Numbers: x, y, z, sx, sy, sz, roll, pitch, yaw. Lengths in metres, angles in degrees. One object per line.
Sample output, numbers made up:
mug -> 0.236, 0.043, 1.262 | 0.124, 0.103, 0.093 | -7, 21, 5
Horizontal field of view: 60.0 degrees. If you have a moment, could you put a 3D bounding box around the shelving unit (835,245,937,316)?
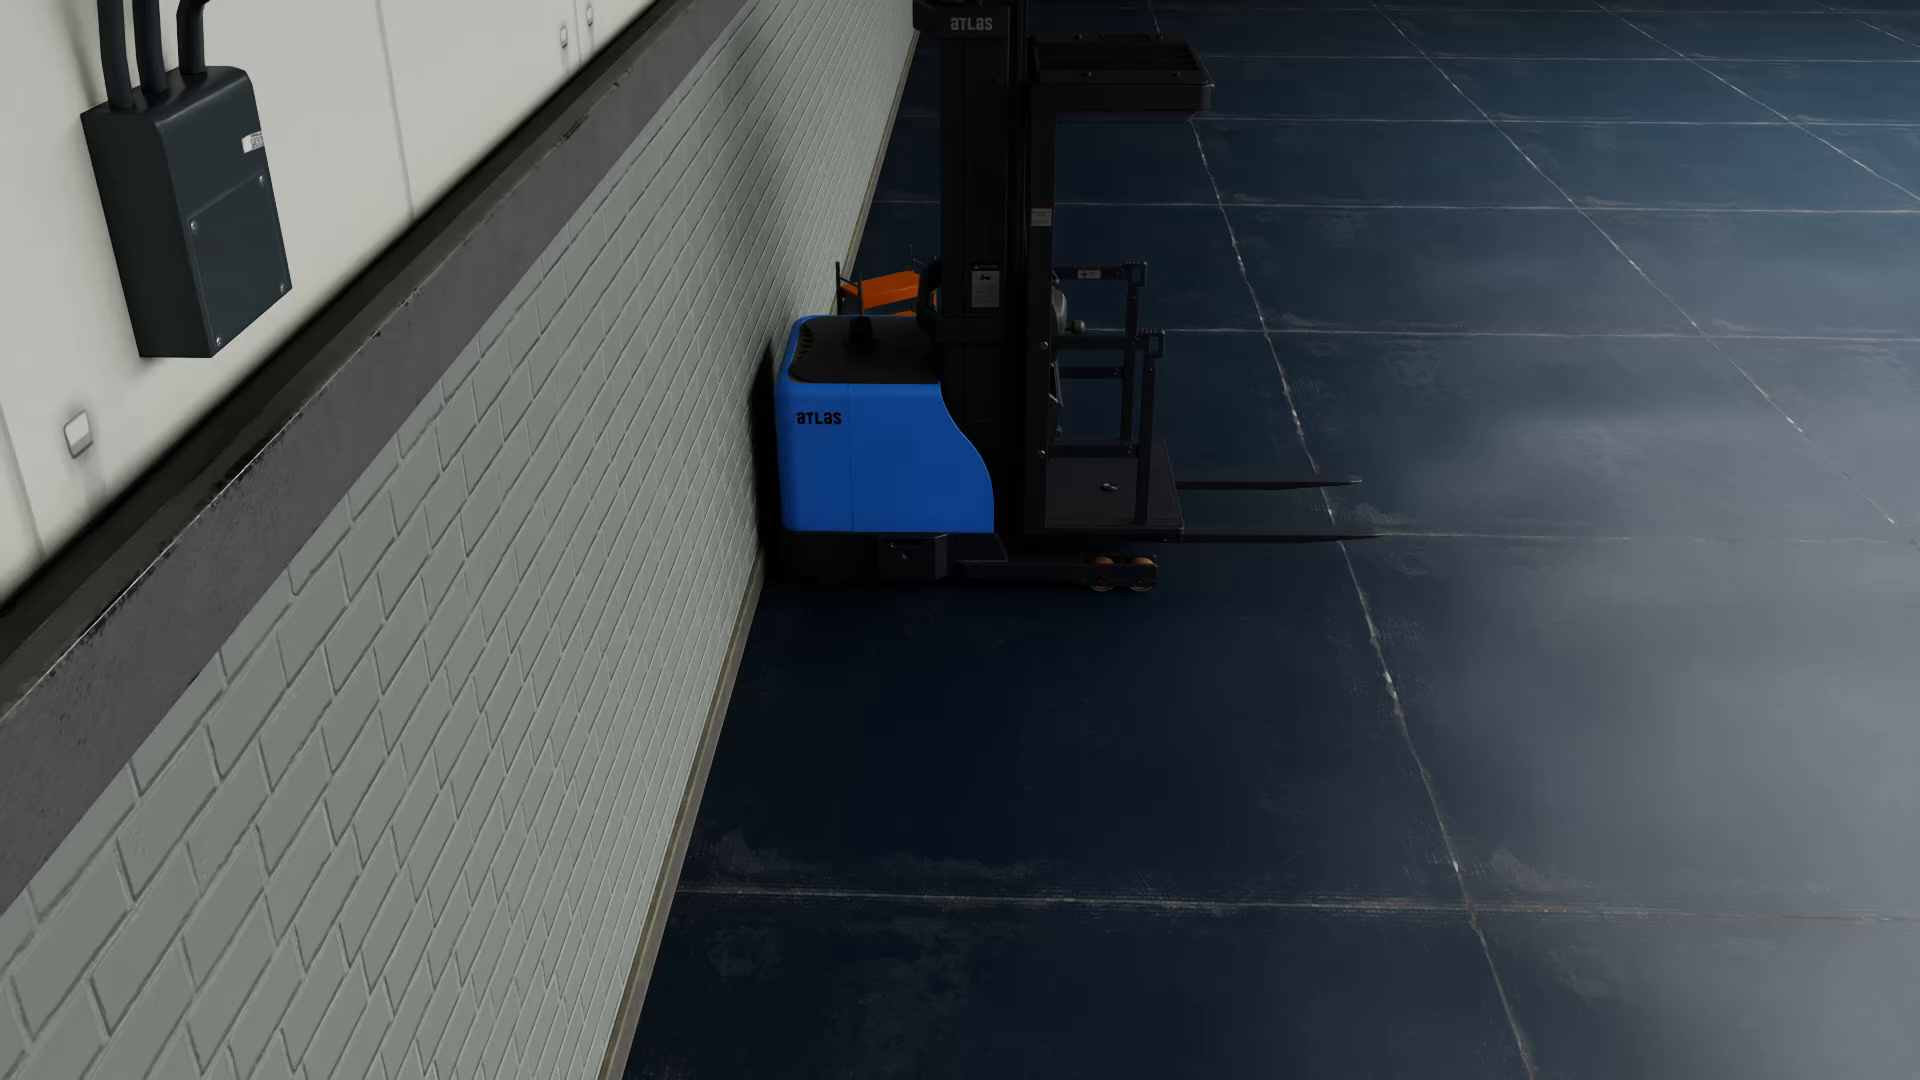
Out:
shelving unit -> -0.404, -1.007, 9.368 | 0.503, 1.200, 0.258 | -19, 33, -31

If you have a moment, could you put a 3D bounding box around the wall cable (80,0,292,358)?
wall cable -> -1.083, -3.456, 2.030 | 0.169, 6.003, 2.305 | 1, 28, 2

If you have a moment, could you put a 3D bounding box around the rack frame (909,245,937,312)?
rack frame -> -0.207, -1.074, 9.495 | 0.015, 1.200, 0.240 | -19, 33, -31

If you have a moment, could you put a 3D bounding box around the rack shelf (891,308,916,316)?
rack shelf -> -0.404, -1.145, 9.295 | 0.480, 0.148, 0.258 | -19, 33, -31

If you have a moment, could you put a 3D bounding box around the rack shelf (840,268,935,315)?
rack shelf -> -0.404, -1.354, 9.184 | 0.480, 0.148, 0.258 | -19, 33, -31

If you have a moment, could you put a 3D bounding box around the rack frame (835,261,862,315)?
rack frame -> -0.602, -0.939, 9.241 | 0.015, 1.200, 0.240 | -19, 33, -31

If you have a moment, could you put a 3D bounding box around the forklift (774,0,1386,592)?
forklift -> 0.625, -1.291, 8.056 | 3.031, 2.935, 1.130 | 0, 28, 1
